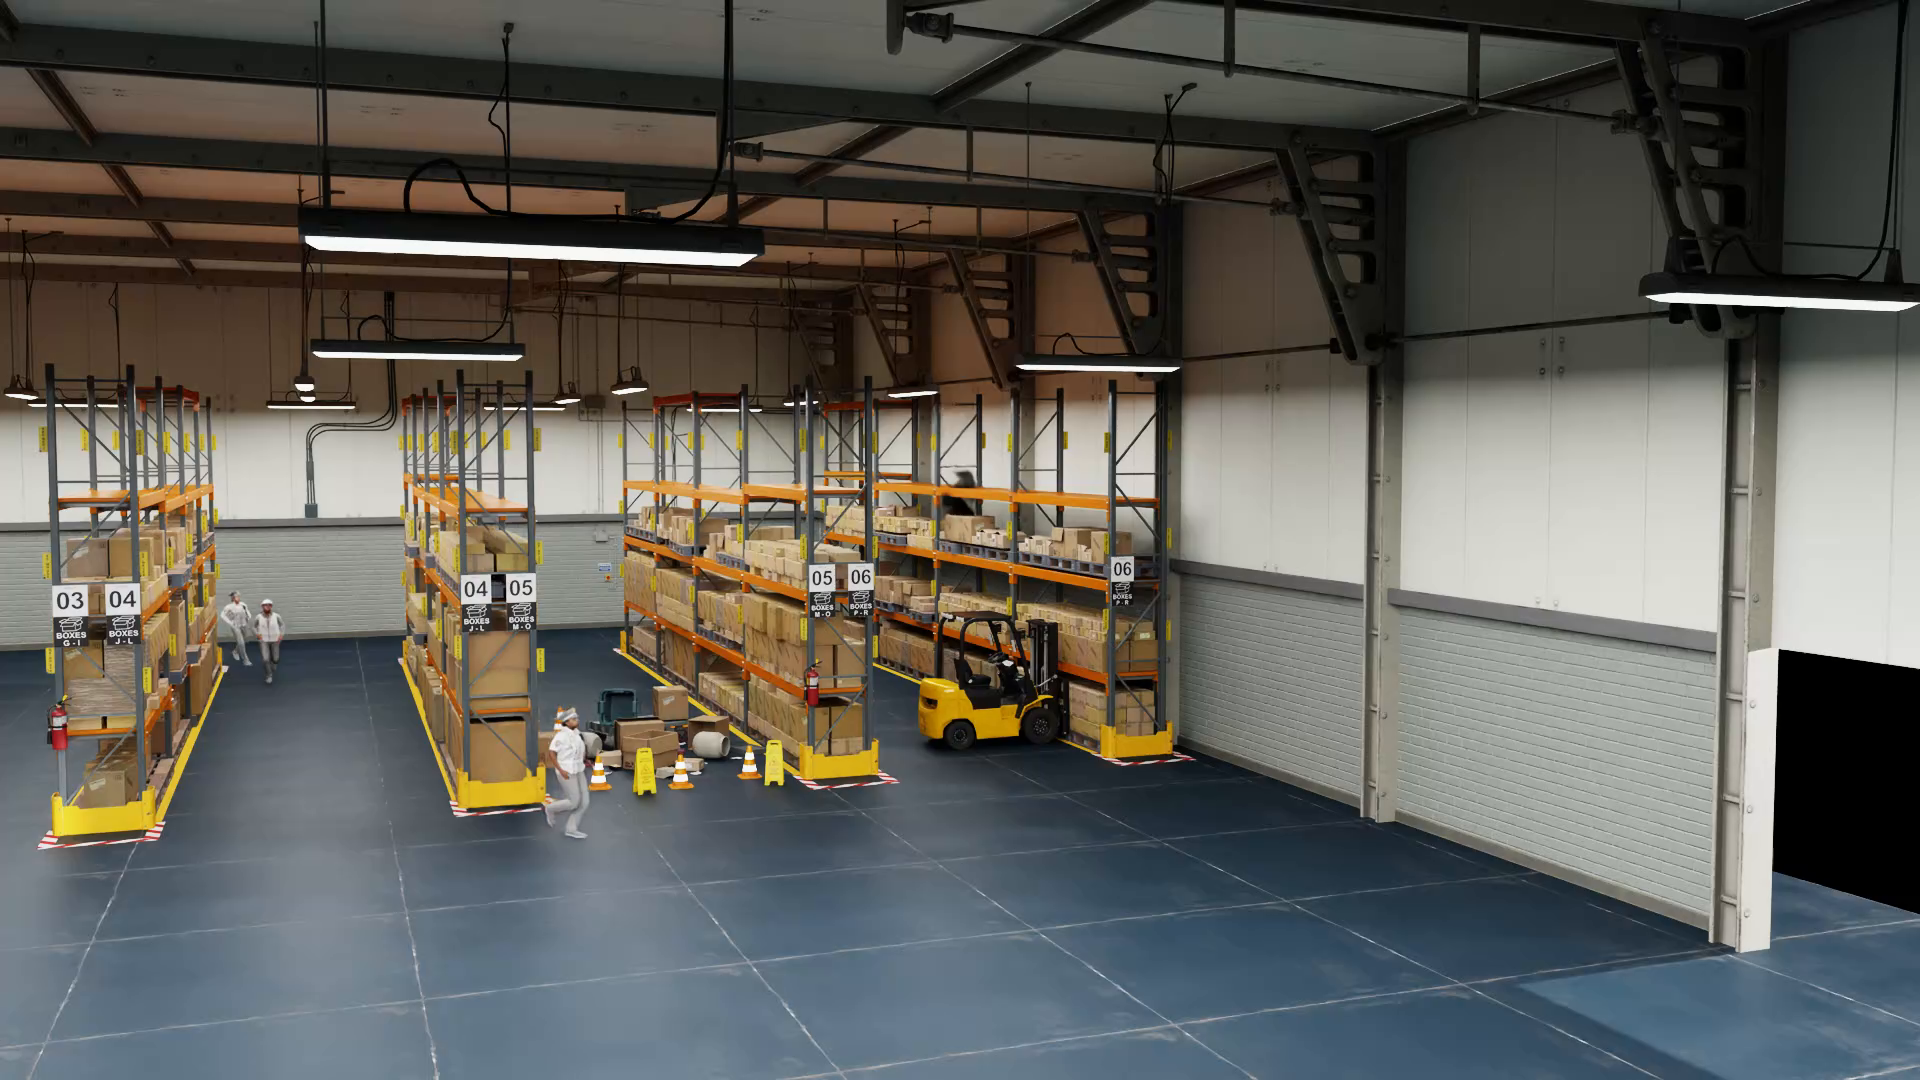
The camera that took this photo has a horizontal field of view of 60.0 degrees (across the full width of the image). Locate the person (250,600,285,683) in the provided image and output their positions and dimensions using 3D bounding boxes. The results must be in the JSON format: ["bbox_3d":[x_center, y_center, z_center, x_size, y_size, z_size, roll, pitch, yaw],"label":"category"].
[{"bbox_3d":[-14.532,2.111,34.936,0.687,1.732,0.639,-2,4,-28],"label":"person"}]

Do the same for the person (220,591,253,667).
[{"bbox_3d":[-16.254,1.983,37.390,0.822,1.701,0.626,2,4,35],"label":"person"}]

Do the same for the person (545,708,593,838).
[{"bbox_3d":[-4.964,2.949,21.099,0.563,1.664,0.615,1,4,20],"label":"person"}]
